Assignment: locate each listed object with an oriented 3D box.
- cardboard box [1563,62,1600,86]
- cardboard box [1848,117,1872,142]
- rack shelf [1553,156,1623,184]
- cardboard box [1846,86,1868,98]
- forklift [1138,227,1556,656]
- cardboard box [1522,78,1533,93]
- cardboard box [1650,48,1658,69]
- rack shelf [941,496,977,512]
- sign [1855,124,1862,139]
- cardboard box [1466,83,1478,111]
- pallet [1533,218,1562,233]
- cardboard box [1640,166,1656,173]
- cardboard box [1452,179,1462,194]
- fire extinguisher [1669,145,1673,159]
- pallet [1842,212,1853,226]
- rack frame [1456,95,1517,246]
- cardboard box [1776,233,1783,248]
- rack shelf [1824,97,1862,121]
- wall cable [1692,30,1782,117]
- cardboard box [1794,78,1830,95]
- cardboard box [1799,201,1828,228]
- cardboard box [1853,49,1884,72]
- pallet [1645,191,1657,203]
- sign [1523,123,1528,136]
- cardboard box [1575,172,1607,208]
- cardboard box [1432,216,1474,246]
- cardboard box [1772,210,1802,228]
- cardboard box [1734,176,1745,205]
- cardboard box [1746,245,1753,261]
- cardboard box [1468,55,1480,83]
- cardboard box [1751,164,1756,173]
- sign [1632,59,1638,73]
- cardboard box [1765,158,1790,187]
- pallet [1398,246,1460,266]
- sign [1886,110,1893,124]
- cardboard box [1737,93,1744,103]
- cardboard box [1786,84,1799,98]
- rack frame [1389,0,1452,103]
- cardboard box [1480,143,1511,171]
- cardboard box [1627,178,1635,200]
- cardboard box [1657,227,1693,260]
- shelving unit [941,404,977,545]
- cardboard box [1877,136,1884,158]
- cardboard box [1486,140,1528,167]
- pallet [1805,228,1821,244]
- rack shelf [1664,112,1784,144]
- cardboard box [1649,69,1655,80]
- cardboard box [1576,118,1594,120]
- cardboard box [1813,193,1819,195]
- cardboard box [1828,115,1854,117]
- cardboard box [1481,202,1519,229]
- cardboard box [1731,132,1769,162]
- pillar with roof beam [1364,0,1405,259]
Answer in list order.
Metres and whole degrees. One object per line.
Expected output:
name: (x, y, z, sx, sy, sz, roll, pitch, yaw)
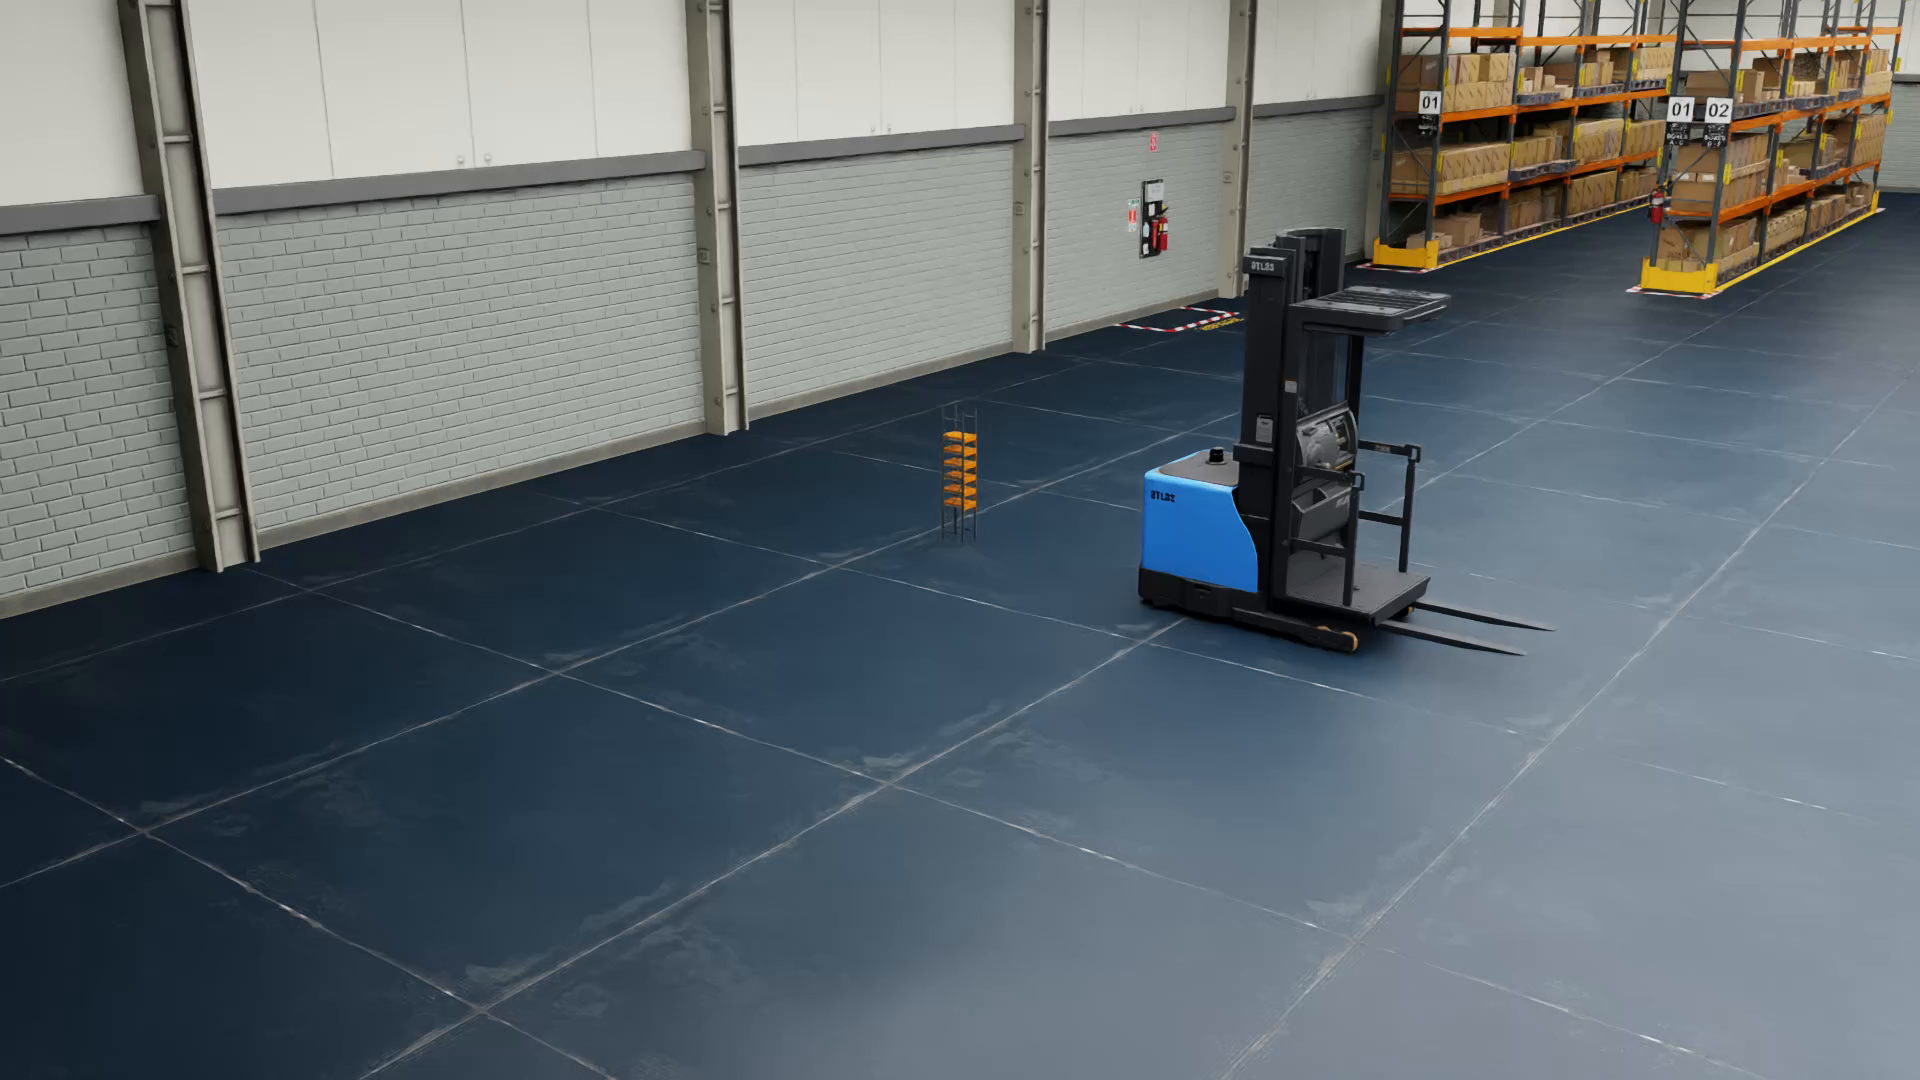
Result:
cardboard box: (14.290, -10.736, 38.288, 0.700, 0.500, 0.500, 12, 21, 35)
cardboard box: (20.634, -9.446, 38.249, 0.500, 0.500, 0.500, 12, 21, 33)
rack shelf: (14.341, -8.667, 38.810, 1.077, 0.370, 4.000, 12, 21, 35)
cardboard box: (20.002, -10.046, 37.231, 0.500, 0.250, 0.500, 12, 21, 35)
forklift: (2.883, -0.745, 12.202, 3.031, 2.935, 1.130, 13, 21, 35)
cardboard box: (11.523, -9.435, 34.453, 0.500, 0.311, 0.500, 13, 22, 36)
cardboard box: (16.774, -11.817, 40.793, 0.500, 0.500, 0.500, 13, 21, 35)
rack shelf: (-0.009, -0.298, 14.639, 0.258, 0.103, 0.180, 12, 21, 35)
sign: (19.961, -9.069, 36.936, 0.100, 0.325, 0.005, 12, 21, 35)
cardboard box: (9.438, -8.400, 31.477, 0.500, 0.500, 0.500, 14, 22, 37)
pallet: (12.683, -7.017, 36.984, 1.003, 0.211, 1.213, 12, 21, 35)
cardboard box: (17.649, -9.509, 42.721, 0.380, 0.149, 0.250, 12, 21, 34)
cardboard box: (9.226, -6.753, 31.652, 0.500, 0.250, 0.500, 12, 21, 33)
fire extinguisher: (18.377, -10.179, 43.225, 0.296, 0.674, 0.183, 12, 21, 35)
pallet: (19.923, -7.444, 38.361, 1.003, 0.211, 1.213, 12, 21, 35)
rack frame: (10.766, -7.582, 34.101, 1.000, 3.000, 0.127, 12, 21, 35)
cardboard box: (15.798, -5.893, 32.589, 0.500, 0.250, 0.500, 12, 21, 33)
rack shelf: (18.322, -9.225, 35.549, 1.077, 0.370, 4.000, 12, 21, 35)
wall cable: (21.573, -13.106, 47.010, 3.097, 2.526, 0.112, 12, 21, 35)
cardboard box: (17.363, -9.250, 34.247, 0.910, 0.500, 0.500, 12, 21, 35)
cardboard box: (18.241, -6.979, 35.632, 0.500, 0.500, 0.500, 12, 21, 34)
cardboard box: (21.026, -11.156, 38.698, 0.700, 0.500, 0.500, 12, 21, 35)
pallet: (17.502, -8.904, 43.061, 1.003, 0.211, 1.213, 12, 21, 35)
sign: (12.702, -9.185, 37.311, 0.100, 0.325, 0.005, 12, 21, 35)
cardboard box: (14.723, -8.271, 39.238, 0.750, 0.750, 0.750, 13, 22, 36)
cardboard box: (9.684, -6.096, 32.790, 0.700, 0.500, 0.500, 11, 20, 31)
cardboard box: (16.711, -6.522, 33.671, 0.500, 0.311, 0.500, 12, 21, 34)
cardboard box: (13.572, -6.281, 29.742, 0.700, 0.500, 0.500, 13, 22, 36)
cardboard box: (14.340, -5.328, 30.773, 0.500, 0.250, 0.500, 12, 21, 35)
cardboard box: (9.443, -8.880, 31.335, 0.500, 0.500, 0.500, 13, 22, 36)
cardboard box: (14.149, -6.720, 30.064, 0.380, 0.149, 0.250, 12, 21, 34)
sign: (15.974, -11.223, 39.367, 0.100, 0.325, 0.005, 12, 21, 35)
cardboard box: (16.143, -7.305, 33.042, 0.500, 0.500, 0.500, 11, 20, 32)
pallet: (8.940, -5.503, 32.108, 1.003, 0.211, 1.213, 12, 21, 35)
sign: (22.330, -10.167, 39.939, 0.100, 0.325, 0.005, 12, 21, 35)
cardboard box: (13.206, -7.584, 28.529, 0.380, 0.149, 0.250, 12, 21, 35)
cardboard box: (15.935, -8.713, 32.232, 0.500, 0.250, 0.500, 10, 20, 30)
rack frame: (8.383, -9.494, 30.144, 1.000, 3.000, 0.127, 12, 21, 35)
cardboard box: (10.733, -7.711, 33.471, 0.500, 0.500, 0.500, 12, 21, 35)
cardboard box: (16.363, -8.773, 41.444, 0.700, 0.500, 0.500, 12, 21, 34)
cardboard box: (12.444, -5.181, 29.032, 0.500, 0.500, 0.500, 12, 21, 35)
shelving unit: (-0.009, -0.570, 14.555, 0.258, 1.200, 0.189, 12, 21, 35)
cardboard box: (21.848, -9.459, 39.976, 0.500, 0.500, 0.500, 13, 22, 36)
cardboard box: (11.435, -8.087, 34.817, 0.700, 0.500, 0.500, 15, 23, 40)
pallet: (17.605, -6.500, 35.318, 1.003, 0.211, 1.213, 12, 21, 35)
rack shelf: (13.555, -7.320, 29.413, 1.077, 0.370, 4.000, 12, 21, 35)
cardboard box: (16.771, -11.457, 40.898, 0.500, 0.250, 0.500, 12, 21, 33)
cardboard box: (14.743, -9.856, 39.454, 0.500, 0.250, 0.500, 13, 21, 35)
cardboard box: (19.029, -7.557, 37.494, 0.500, 0.500, 0.500, 11, 21, 32)
cardboard box: (20.813, -9.788, 39.349, 0.500, 0.500, 0.500, 13, 21, 35)
cardboard box: (11.459, -6.908, 35.405, 0.700, 0.500, 0.500, 12, 21, 34)
cardboard box: (14.487, -7.268, 30.734, 0.700, 0.500, 0.500, 13, 21, 35)
pillar with roof beam: (11.562, -9.053, 28.723, 9.100, 9.000, 0.400, 12, 21, 35)
